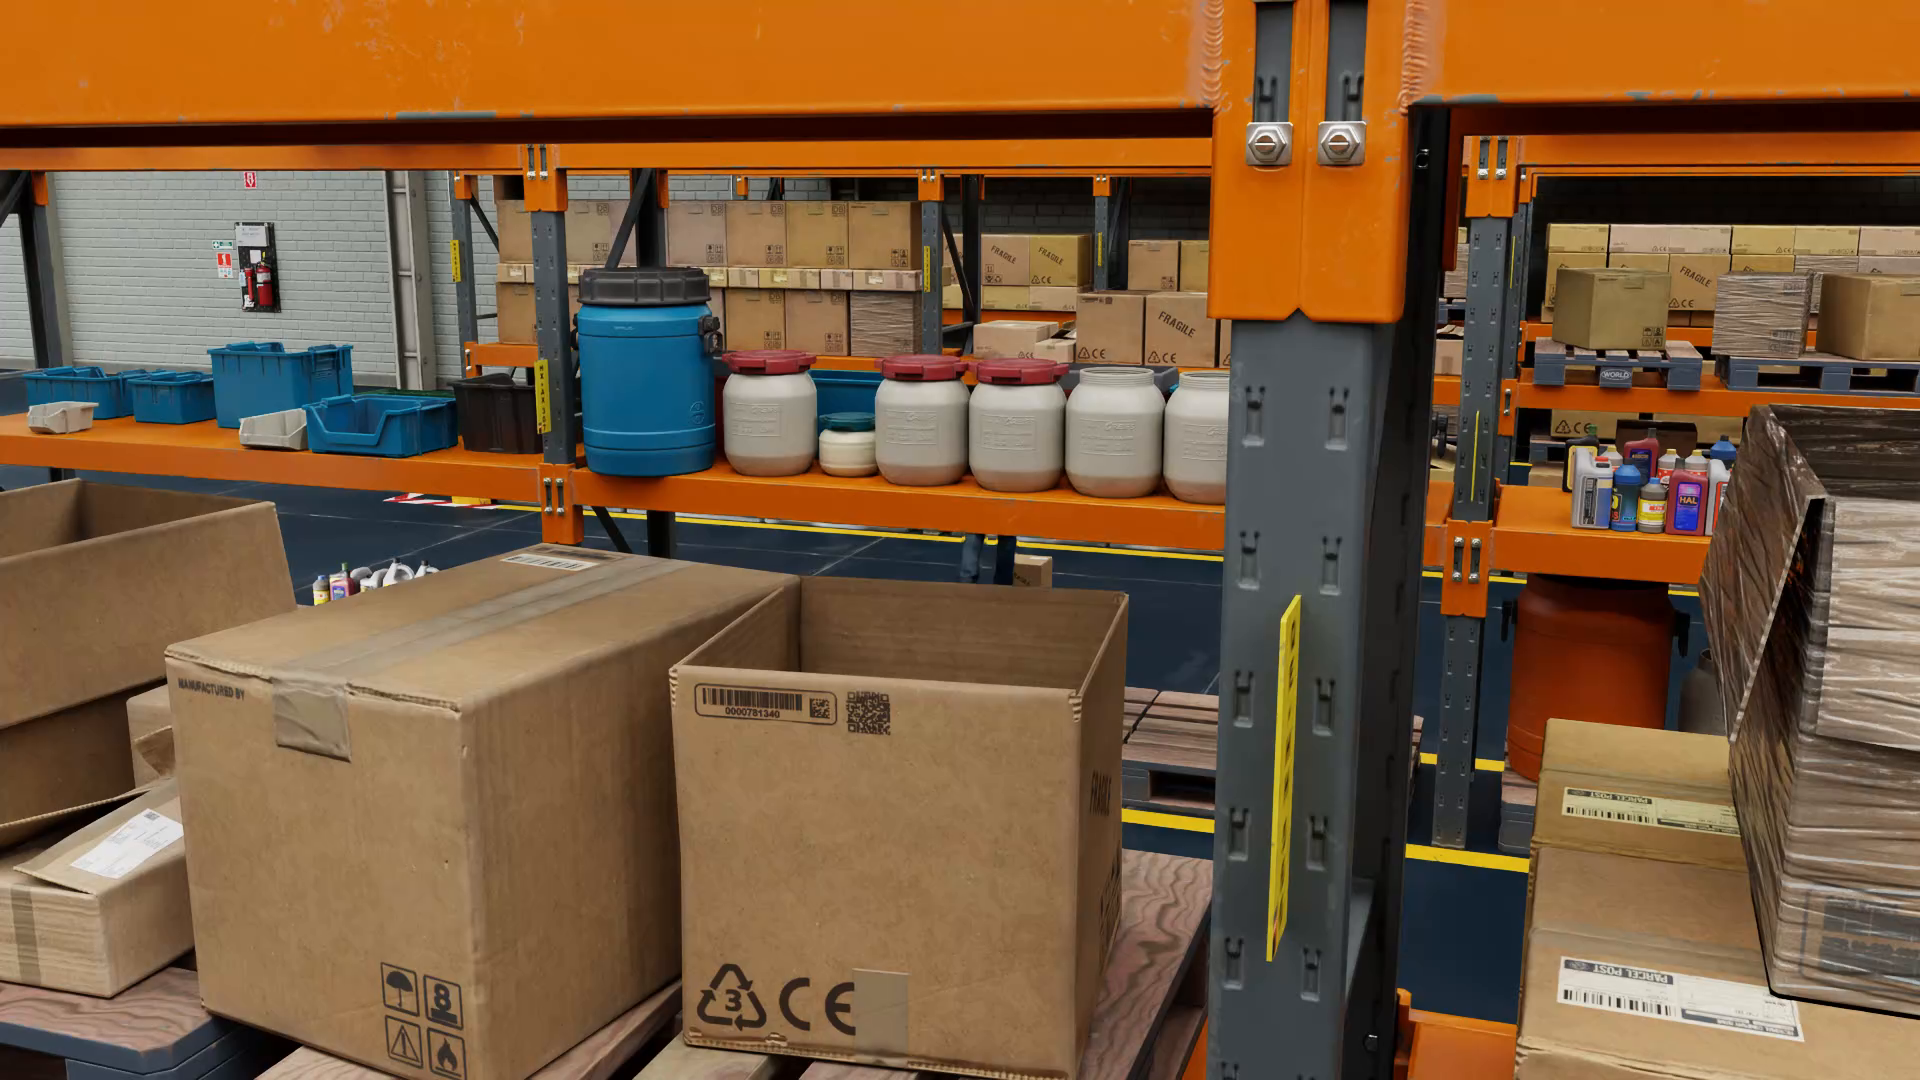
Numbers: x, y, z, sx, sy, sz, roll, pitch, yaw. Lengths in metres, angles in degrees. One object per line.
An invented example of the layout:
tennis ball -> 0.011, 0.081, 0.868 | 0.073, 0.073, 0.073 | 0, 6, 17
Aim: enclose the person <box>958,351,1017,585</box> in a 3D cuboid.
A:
person -> 0.217, -0.332, 9.976 | 0.438, 1.598, 0.481 | 3, 12, 12
